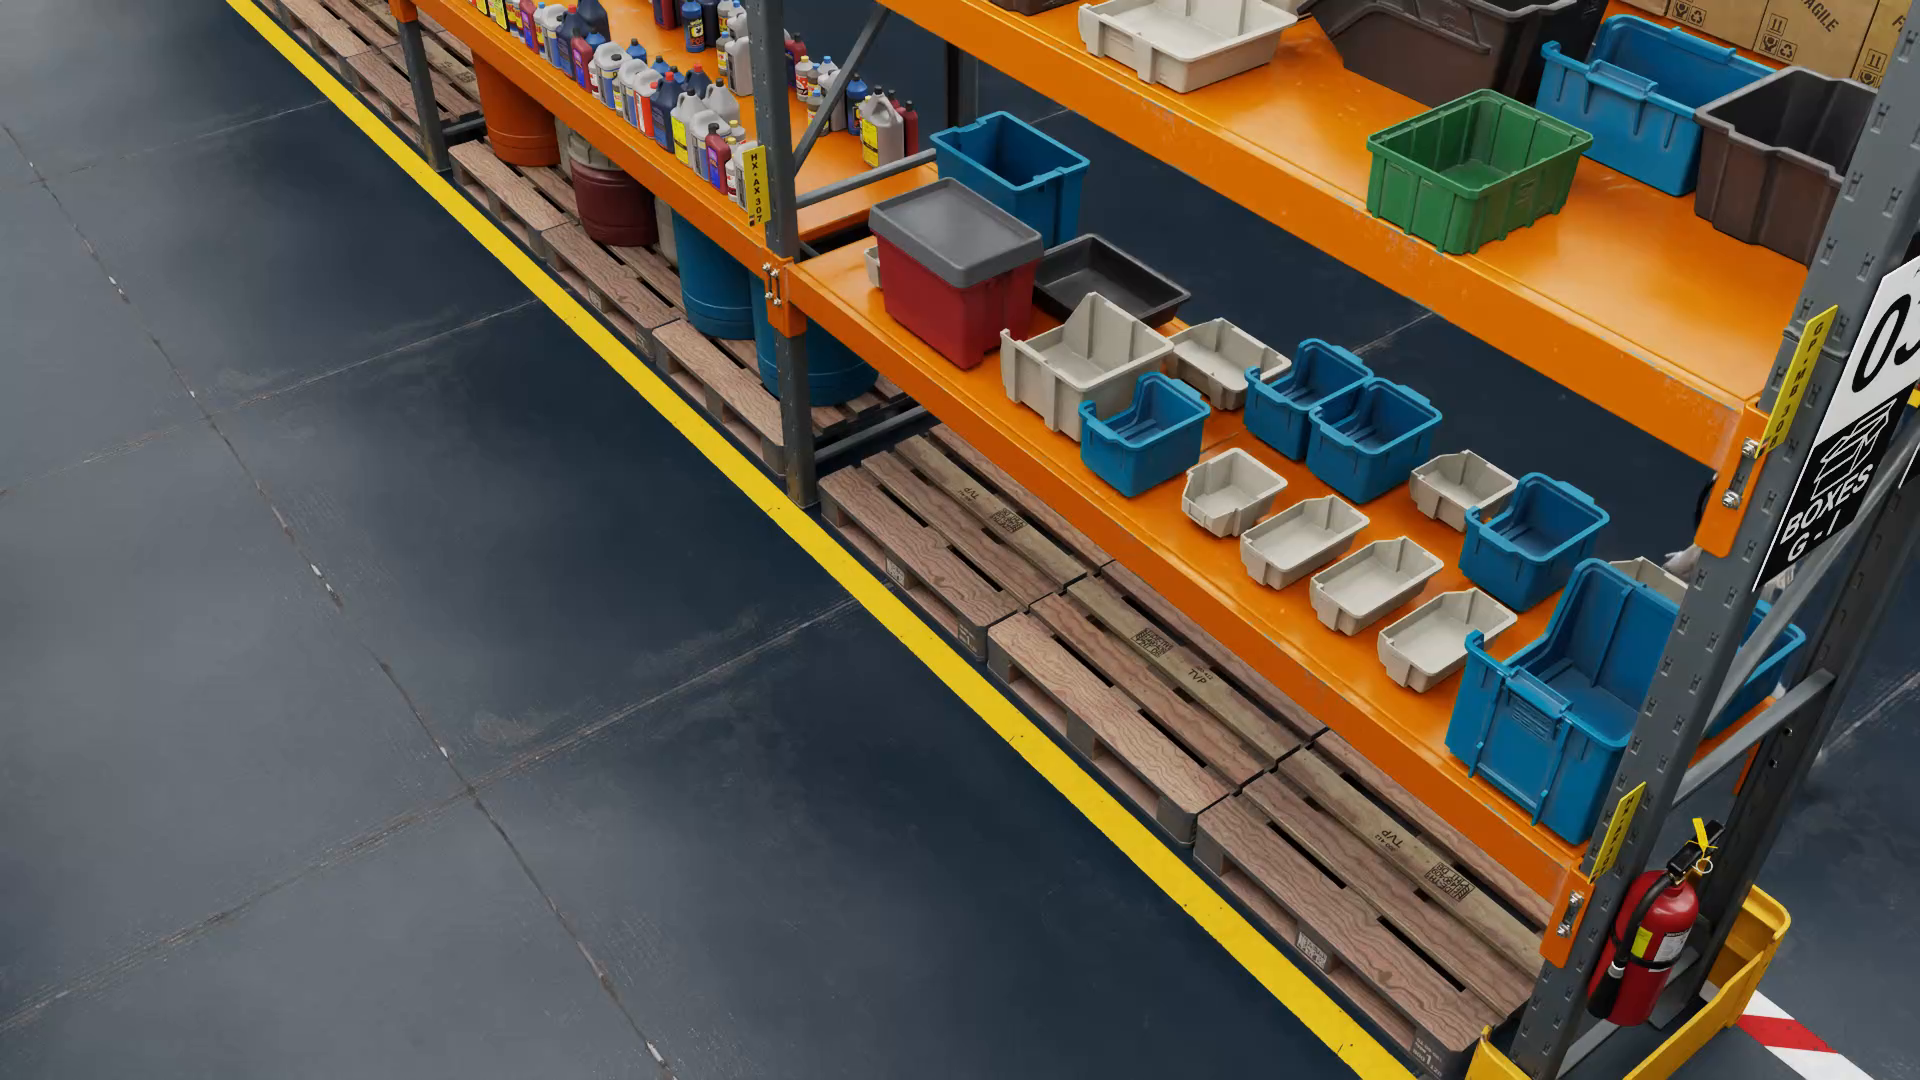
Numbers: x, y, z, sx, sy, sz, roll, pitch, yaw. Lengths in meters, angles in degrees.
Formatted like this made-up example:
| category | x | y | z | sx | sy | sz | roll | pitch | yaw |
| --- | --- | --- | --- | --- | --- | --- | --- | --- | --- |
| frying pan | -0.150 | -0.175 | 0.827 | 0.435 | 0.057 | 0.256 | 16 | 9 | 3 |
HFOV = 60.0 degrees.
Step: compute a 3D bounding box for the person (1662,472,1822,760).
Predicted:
| category | x | y | z | sx | sy | sz | roll | pitch | yaw |
| --- | --- | --- | --- | --- | --- | --- | --- | --- | --- |
| person | 2.853 | 0.071 | 6.051 | 0.995 | 1.635 | 0.463 | 23 | 45 | 24 |
